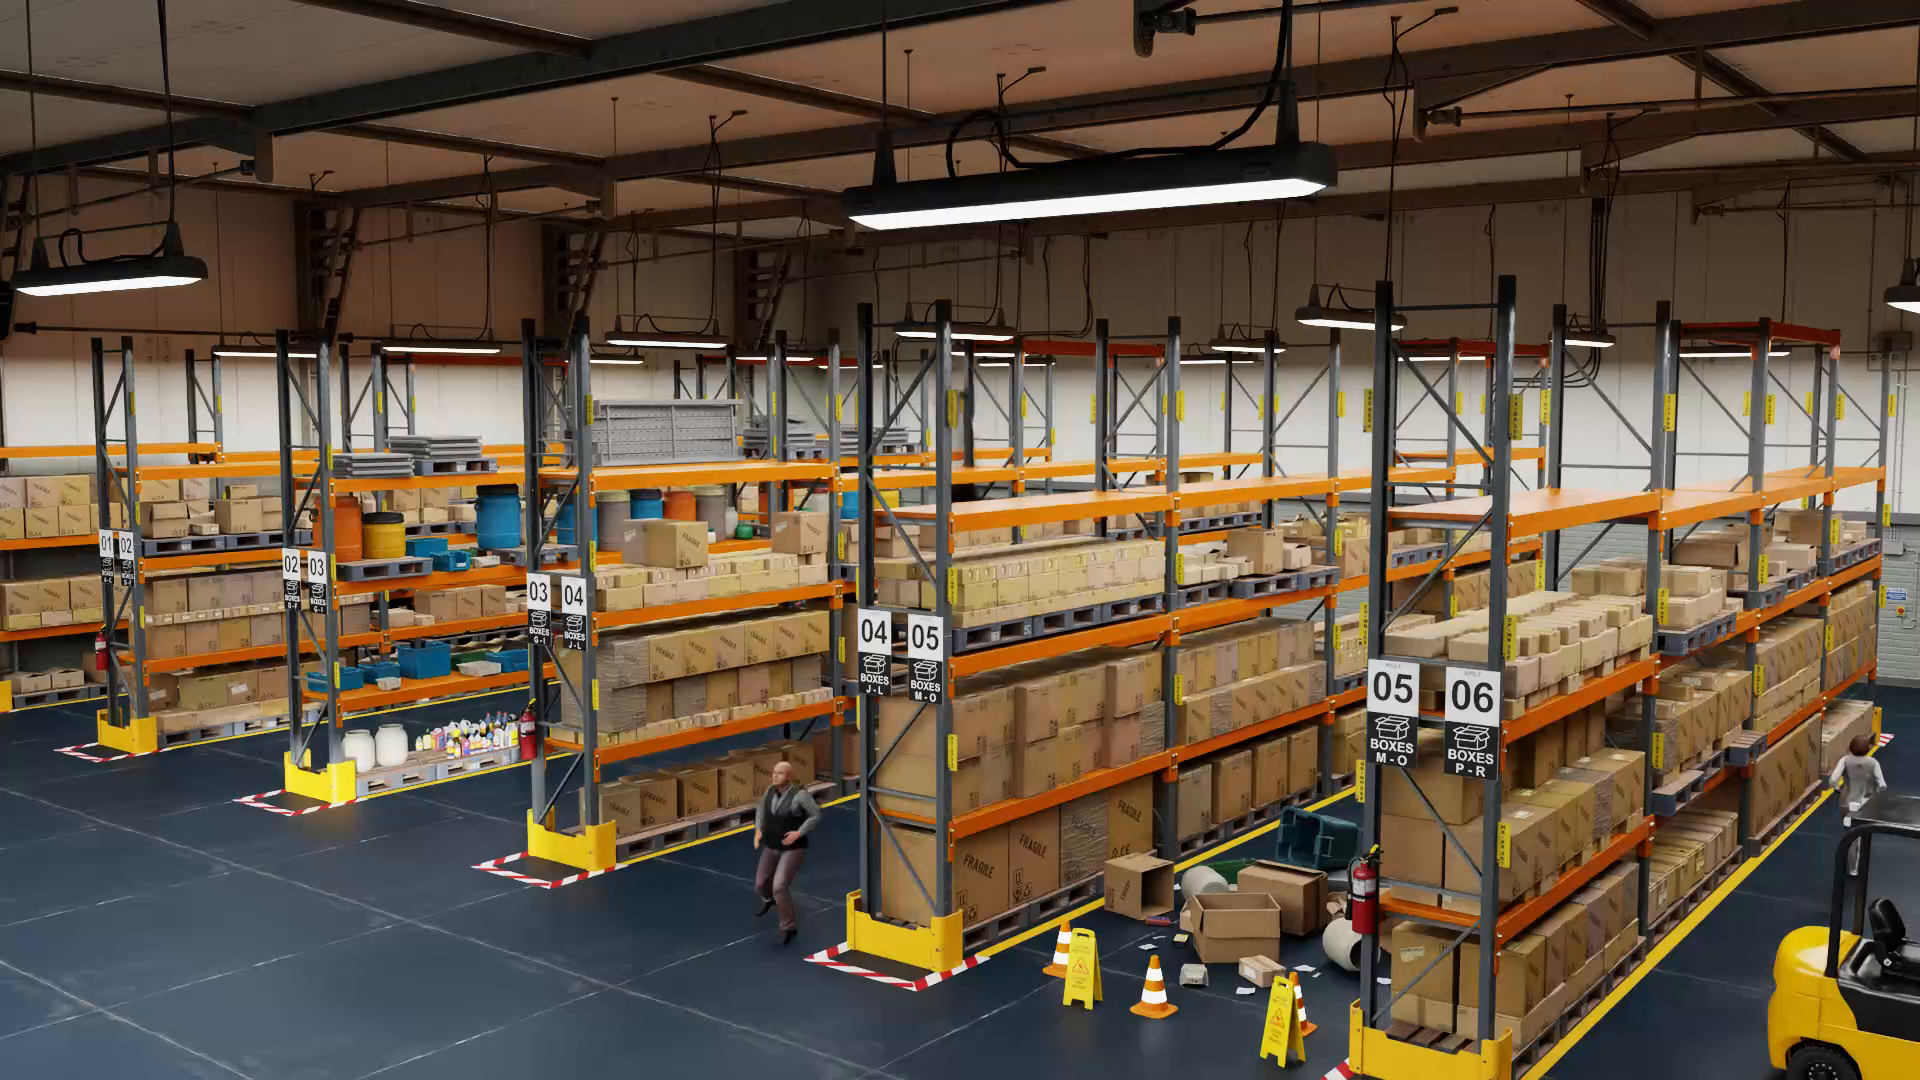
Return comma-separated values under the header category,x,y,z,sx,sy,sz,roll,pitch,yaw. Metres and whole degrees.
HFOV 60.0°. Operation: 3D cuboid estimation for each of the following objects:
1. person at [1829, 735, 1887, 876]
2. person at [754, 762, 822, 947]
category,x,y,z,sx,sy,sz,roll,pitch,yaw
person,9.547,2.855,17.704,0.538,1.571,0.677,3,6,28
person,-1.719,2.958,15.948,0.879,1.722,0.715,3,6,29
